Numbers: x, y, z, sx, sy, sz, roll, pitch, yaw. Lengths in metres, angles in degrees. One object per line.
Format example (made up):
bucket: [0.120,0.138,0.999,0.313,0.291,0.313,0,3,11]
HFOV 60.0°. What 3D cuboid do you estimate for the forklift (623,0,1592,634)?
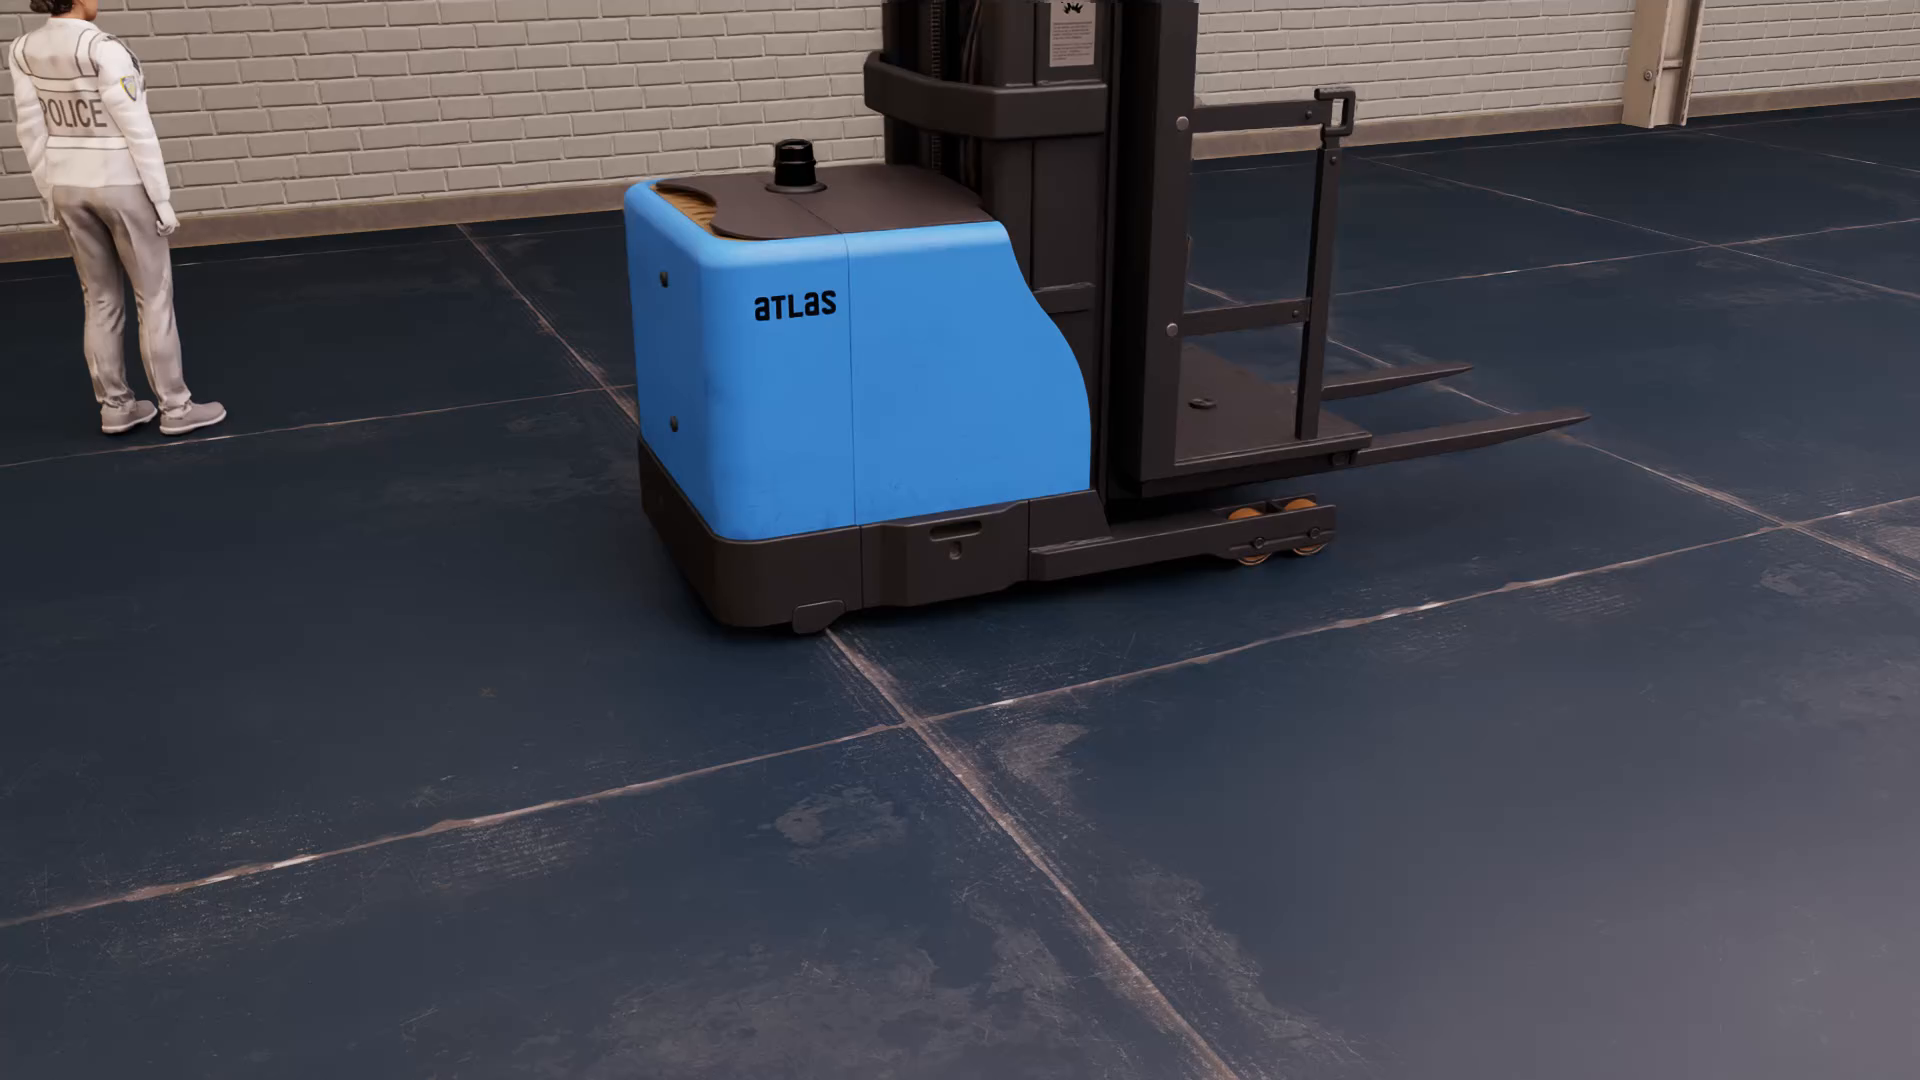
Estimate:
forklift: [0.580,-1.455,4.789,3.031,2.935,1.130,-9,24,-21]

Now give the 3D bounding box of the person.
person: [-2.963,-1.198,5.797,0.485,1.690,0.335,4,23,10]
